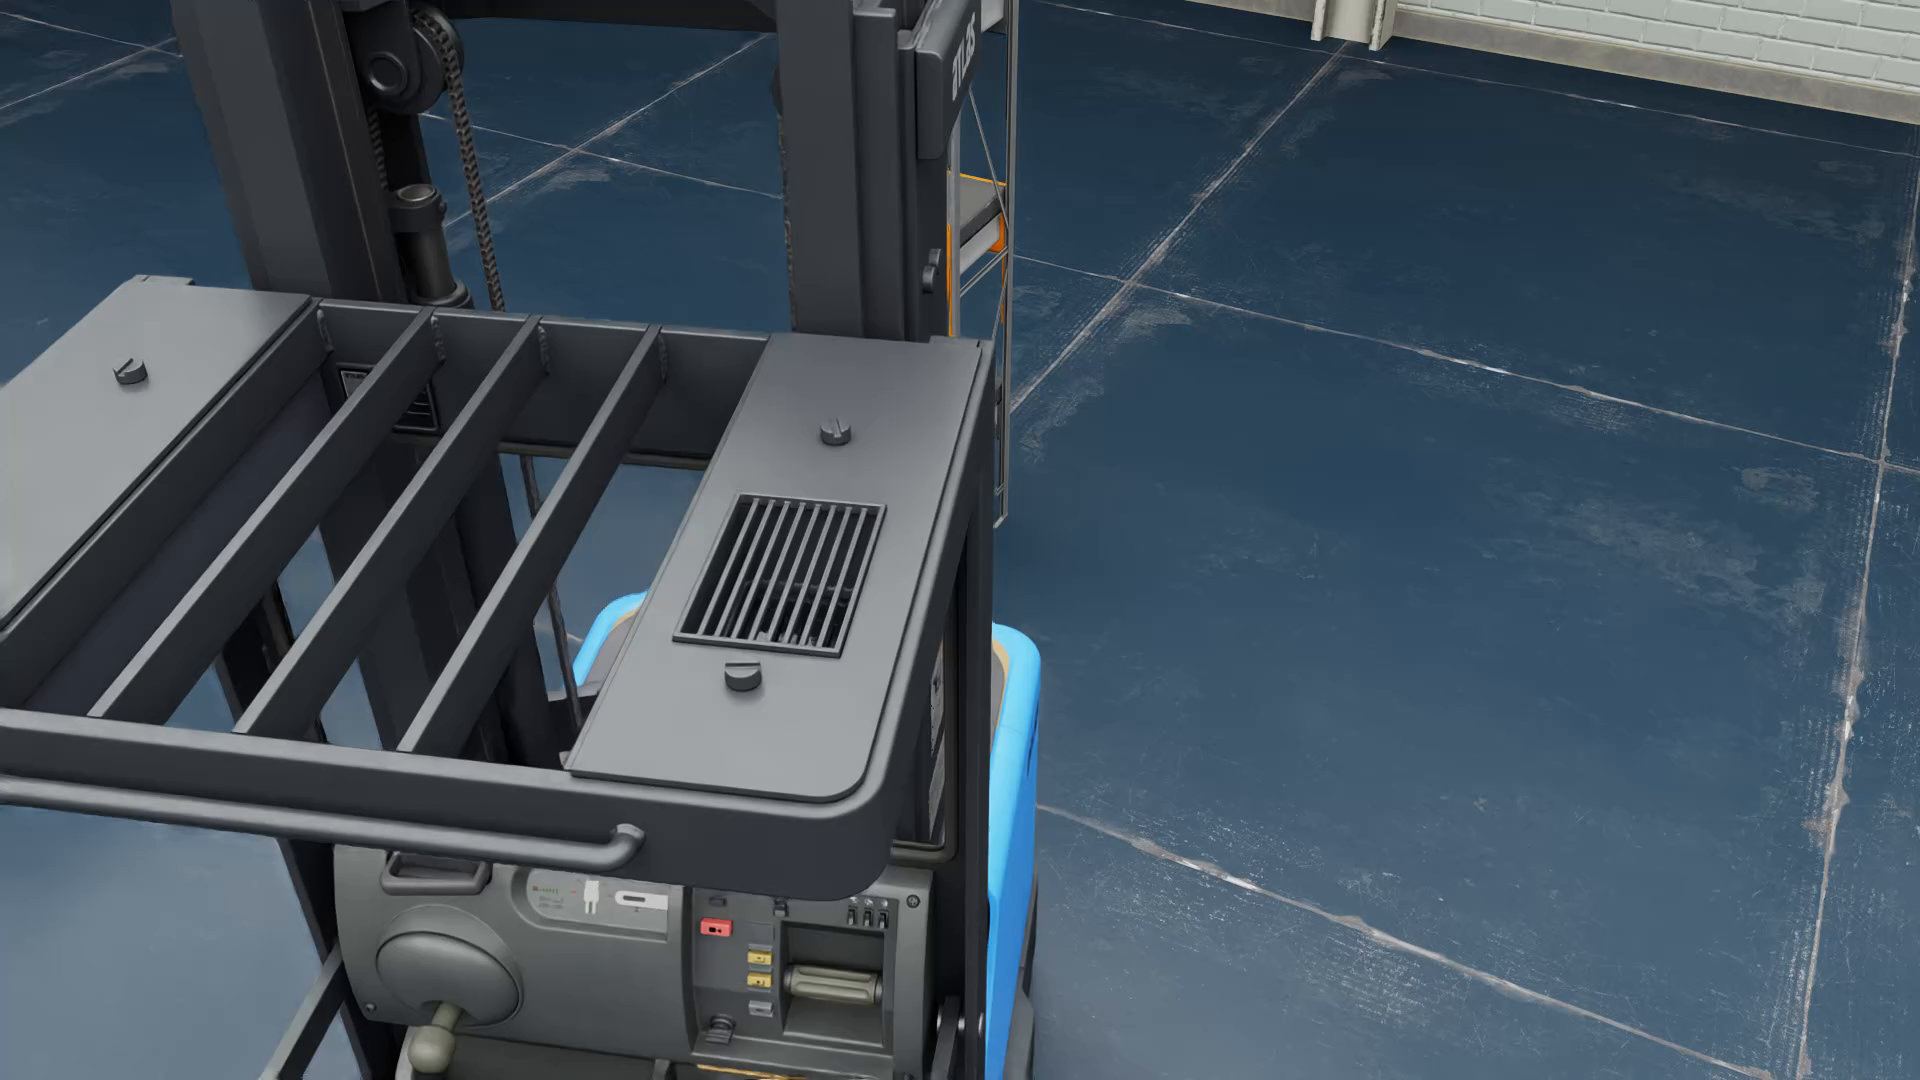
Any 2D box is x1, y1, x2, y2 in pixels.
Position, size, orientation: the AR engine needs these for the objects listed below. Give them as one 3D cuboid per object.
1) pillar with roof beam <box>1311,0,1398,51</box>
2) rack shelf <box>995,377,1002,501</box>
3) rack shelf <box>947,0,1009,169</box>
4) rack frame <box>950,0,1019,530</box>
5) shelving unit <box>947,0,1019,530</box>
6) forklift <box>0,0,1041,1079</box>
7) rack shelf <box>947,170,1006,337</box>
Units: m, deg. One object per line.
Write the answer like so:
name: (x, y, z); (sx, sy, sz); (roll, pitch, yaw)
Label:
pillar with roof beam: (0.275, -4.172, 3.803); (0.400, 9.000, 9.100); (17, 41, 21)
rack shelf: (-0.147, -0.314, 5.607); (0.480, 0.518, 0.431); (17, 41, 21)
rack shelf: (-0.147, -1.429, 4.761); (0.480, 0.518, 0.431); (17, 41, 21)
rack frame: (0.070, -0.815, 5.086); (0.015, 2.100, 0.400); (17, 41, 21)
shelving unit: (-0.147, -0.882, 5.176); (0.503, 2.100, 0.431); (17, 41, 21)
forklift: (-0.538, 0.718, 2.381); (1.130, 2.935, 3.031); (5, 38, 7)
rack shelf: (-0.147, -0.872, 5.184); (0.480, 0.518, 0.431); (17, 41, 21)
